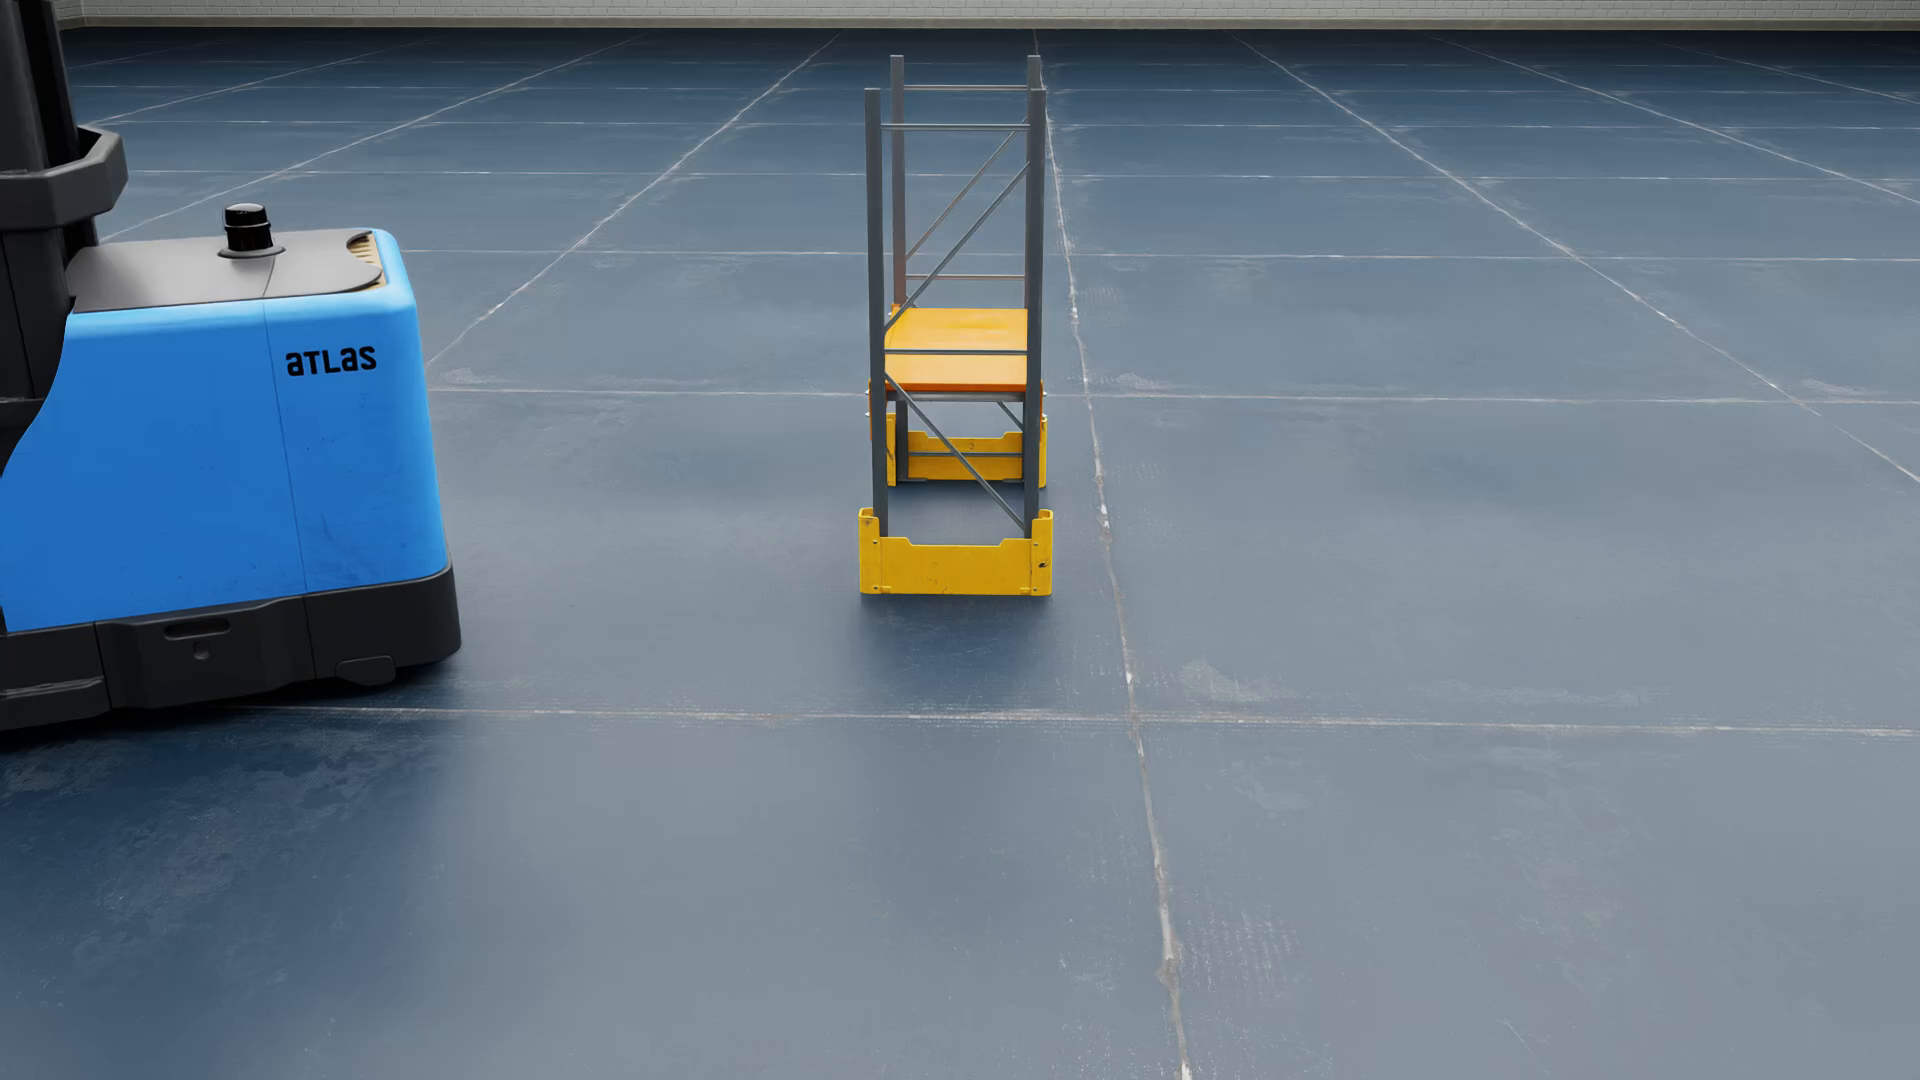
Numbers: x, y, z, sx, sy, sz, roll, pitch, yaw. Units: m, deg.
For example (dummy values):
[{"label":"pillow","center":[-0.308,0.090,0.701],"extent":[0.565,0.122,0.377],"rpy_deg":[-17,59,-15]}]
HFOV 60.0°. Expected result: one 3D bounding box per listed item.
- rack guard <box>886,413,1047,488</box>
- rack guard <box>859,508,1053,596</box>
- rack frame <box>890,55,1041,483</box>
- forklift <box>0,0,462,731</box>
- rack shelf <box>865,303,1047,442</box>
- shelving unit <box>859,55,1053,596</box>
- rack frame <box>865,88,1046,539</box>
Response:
[{"label":"rack guard","center":[0.017,-0.324,6.019],"extent":[0.587,0.250,0.087],"rpy_deg":[1,21,2]},{"label":"rack guard","center":[-0.013,0.036,5.091],"extent":[0.587,0.250,0.087],"rpy_deg":[1,21,2]},{"label":"rack frame","center":[0.018,-0.914,5.811],"extent":[0.500,1.500,0.032],"rpy_deg":[1,21,2]},{"label":"forklift","center":[-2.943,-0.963,3.960],"extent":[3.031,2.935,1.130],"rpy_deg":[-8,23,-19]},{"label":"rack shelf","center":[0.003,-0.562,5.402],"extent":[0.538,0.185,1.000],"rpy_deg":[1,21,2]},{"label":"shelving unit","center":[0.002,-0.727,5.329],"extent":[0.587,1.500,1.083],"rpy_deg":[1,21,2]},{"label":"rack frame","center":[-0.013,-0.546,4.863],"extent":[0.500,1.500,0.032],"rpy_deg":[1,21,2]}]
